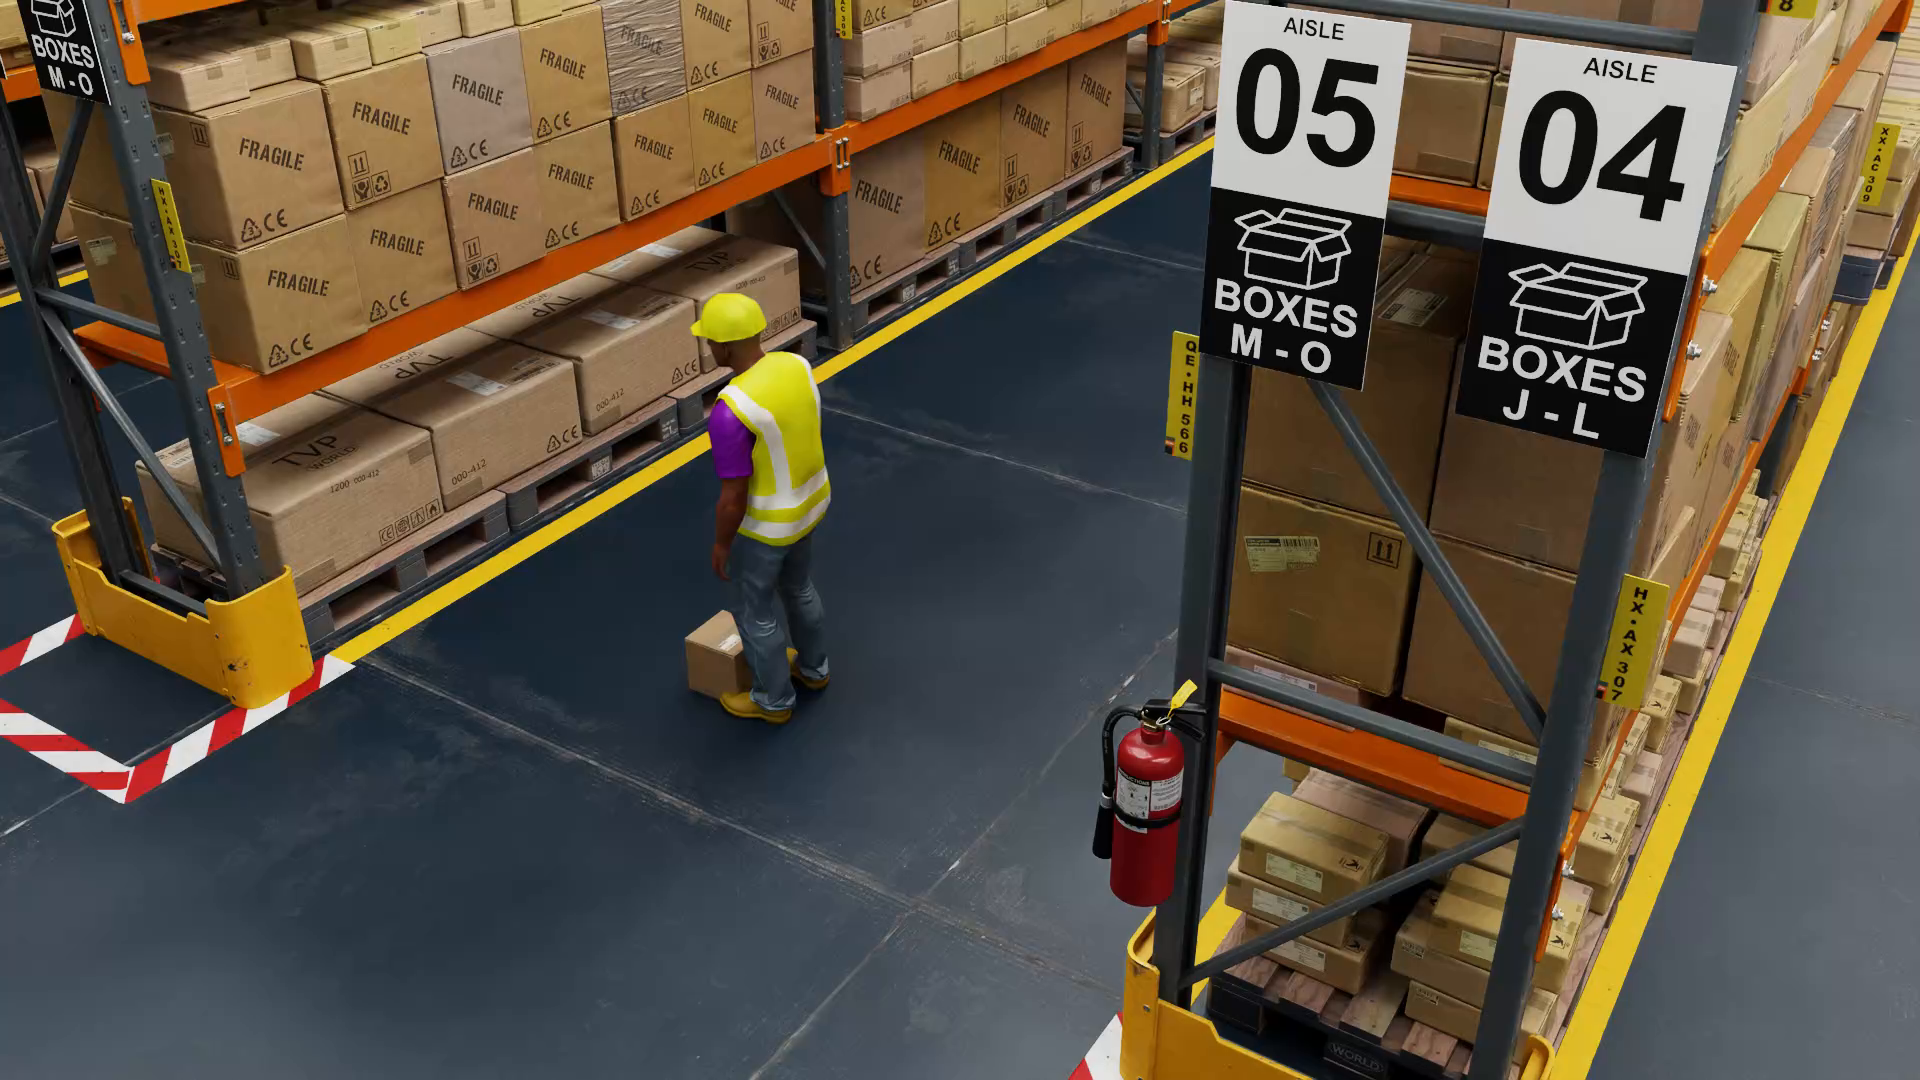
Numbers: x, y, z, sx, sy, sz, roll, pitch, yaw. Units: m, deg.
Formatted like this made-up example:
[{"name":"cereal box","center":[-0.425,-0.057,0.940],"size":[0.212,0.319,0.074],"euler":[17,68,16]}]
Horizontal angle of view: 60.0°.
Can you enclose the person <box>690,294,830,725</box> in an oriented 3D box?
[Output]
[{"name":"person","center":[-0.741,-0.106,6.299],"size":[0.462,1.755,0.632],"euler":[15,34,24]}]
